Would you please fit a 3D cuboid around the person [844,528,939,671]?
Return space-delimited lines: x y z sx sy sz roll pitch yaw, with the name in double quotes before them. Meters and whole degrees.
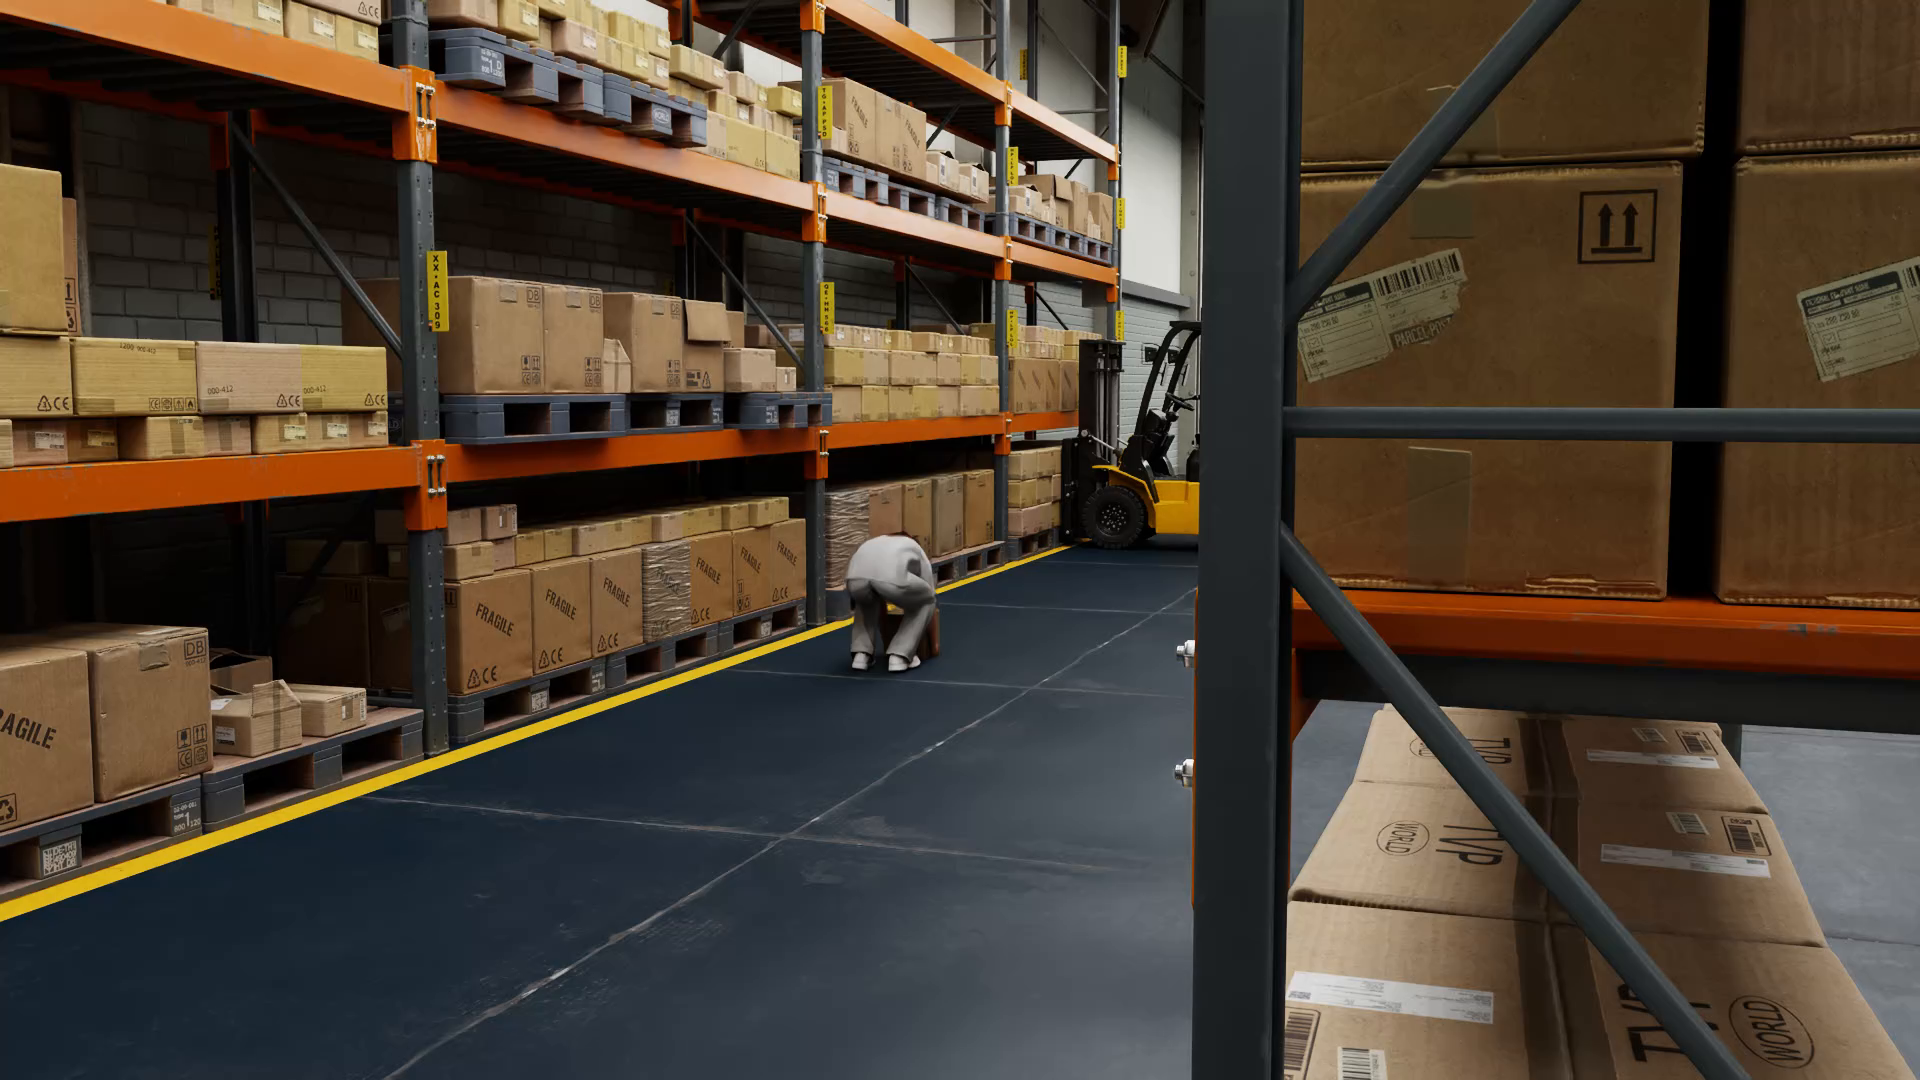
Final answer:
"person" -0.375 0.328 9.284 0.459 0.762 0.867 2 6 16
